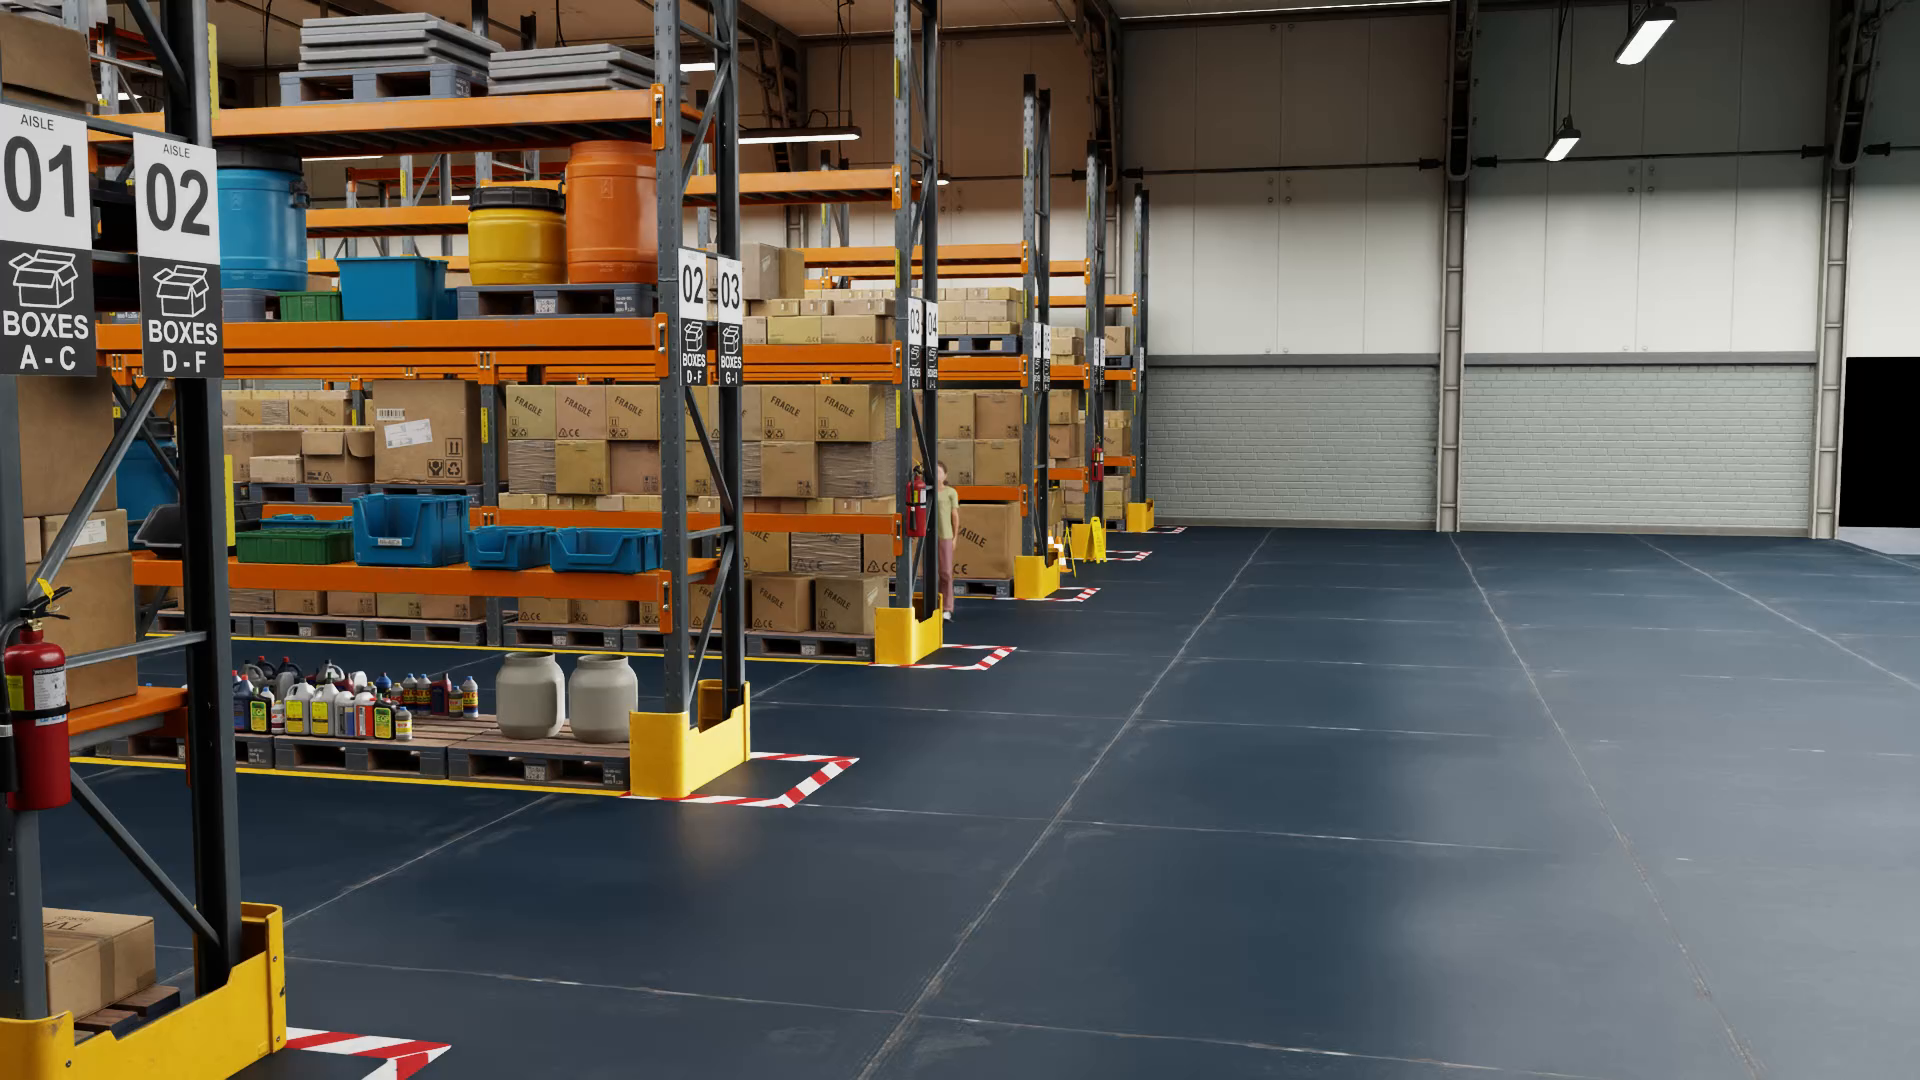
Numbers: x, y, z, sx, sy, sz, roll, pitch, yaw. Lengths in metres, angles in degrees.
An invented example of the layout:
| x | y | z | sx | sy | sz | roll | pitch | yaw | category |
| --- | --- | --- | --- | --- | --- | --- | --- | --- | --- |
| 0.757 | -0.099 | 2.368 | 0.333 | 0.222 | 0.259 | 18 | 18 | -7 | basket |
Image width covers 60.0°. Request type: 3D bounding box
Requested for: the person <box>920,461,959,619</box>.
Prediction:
| x | y | z | sx | sy | sz | roll | pitch | yaw | category |
| --- | --- | --- | --- | --- | --- | --- | --- | --- | --- |
| -0.232 | 0.003 | 17.568 | 0.441 | 1.668 | 0.370 | 1 | 5 | 15 | person |
